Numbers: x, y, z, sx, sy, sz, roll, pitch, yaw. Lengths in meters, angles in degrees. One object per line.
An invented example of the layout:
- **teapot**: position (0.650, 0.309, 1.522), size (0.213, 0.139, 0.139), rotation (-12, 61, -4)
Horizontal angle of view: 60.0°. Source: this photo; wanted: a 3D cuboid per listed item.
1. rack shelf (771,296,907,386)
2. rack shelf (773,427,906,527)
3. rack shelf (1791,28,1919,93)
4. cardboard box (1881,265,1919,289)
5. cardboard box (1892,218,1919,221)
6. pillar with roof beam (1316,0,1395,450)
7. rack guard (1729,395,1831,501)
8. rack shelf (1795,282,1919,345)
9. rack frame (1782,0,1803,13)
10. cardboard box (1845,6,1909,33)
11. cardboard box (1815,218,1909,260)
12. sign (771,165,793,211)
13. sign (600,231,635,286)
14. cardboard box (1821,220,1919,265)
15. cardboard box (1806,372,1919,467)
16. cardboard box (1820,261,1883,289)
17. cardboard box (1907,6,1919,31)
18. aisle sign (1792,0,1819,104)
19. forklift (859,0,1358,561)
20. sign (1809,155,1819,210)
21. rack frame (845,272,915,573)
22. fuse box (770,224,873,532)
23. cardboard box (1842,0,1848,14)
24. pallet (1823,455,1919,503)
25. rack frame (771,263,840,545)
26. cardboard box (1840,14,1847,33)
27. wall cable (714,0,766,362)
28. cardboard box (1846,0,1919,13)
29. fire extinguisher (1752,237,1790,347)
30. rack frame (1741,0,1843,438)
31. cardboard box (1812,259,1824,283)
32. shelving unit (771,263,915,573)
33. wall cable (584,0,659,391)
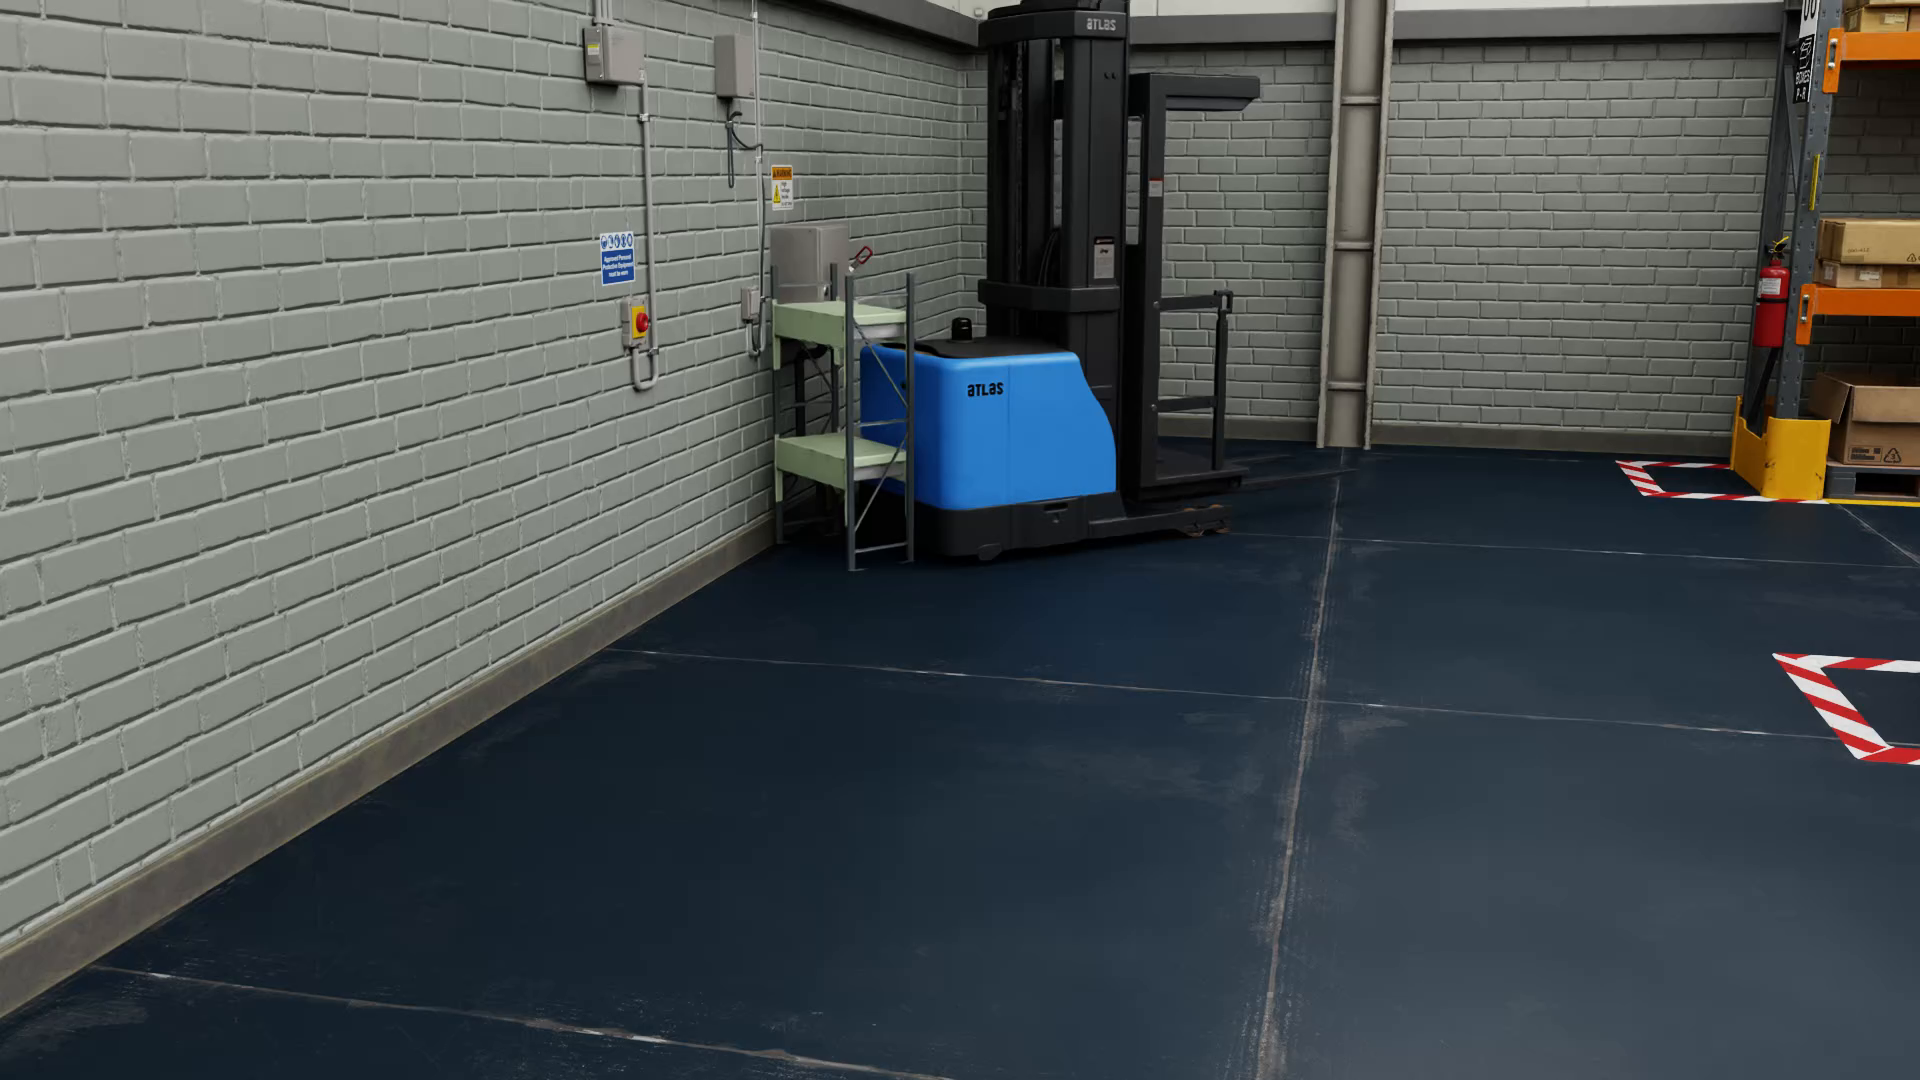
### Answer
- **rack shelf**: position (-0.614, -1.040, 8.619), size (0.431, 0.370, 0.720), rotation (-9, 17, -35)
- **rack shelf**: position (-0.620, -0.344, 8.787), size (0.431, 0.370, 0.720), rotation (-9, 17, -35)
- **rack shelf**: position (7.209, -2.851, 9.896), size (4.000, 0.370, 1.077), rotation (3, 13, 14)
- **cardboard box**: position (5.779, -1.641, 10.285), size (0.250, 0.149, 0.380), rotation (3, 13, 15)
- **cardboard box**: position (6.278, -1.919, 10.617), size (0.500, 0.250, 0.500), rotation (3, 13, 14)
- **pillar with roof beam**: position (1.834, -4.195, 7.366), size (0.400, 9.000, 9.100), rotation (3, 13, 14)
- **rack guard**: position (5.341, -0.618, 10.864), size (0.348, 0.500, 1.175), rotation (3, 13, 14)
- **rack shelf**: position (7.209, -1.387, 10.221), size (4.000, 0.370, 1.077), rotation (3, 13, 14)
- **rack frame**: position (5.267, -4.771, 9.961), size (0.127, 3.000, 1.000), rotation (3, 13, 14)
- **cardboard box**: position (5.521, -3.118, 10.018), size (0.250, 0.149, 0.380), rotation (3, 13, 15)
- **cardboard box**: position (5.778, -1.946, 10.739), size (0.500, 0.250, 0.500), rotation (3, 13, 15)
- **sign**: position (-0.968, -1.922, 9.065), size (0.001, 0.242, 0.339), rotation (3, 13, 14)
- **sign**: position (-1.469, -1.211, 7.141), size (0.001, 0.218, 0.327), rotation (3, 13, 14)
- **cardboard box**: position (5.643, -1.834, 10.233), size (0.500, 0.250, 0.500), rotation (3, 13, 14)
- **cardboard box**: position (5.838, -0.777, 10.603), size (0.637, 0.503, 0.797), rotation (3, 13, 11)
- **cardboard box**: position (5.521, -1.645, 10.301), size (0.250, 0.149, 0.380), rotation (3, 13, 13)
- **cardboard box**: position (5.782, -3.110, 9.982), size (0.250, 0.149, 0.380), rotation (3, 13, 15)
- **aisle sign**: position (5.131, -3.053, 10.067), size (0.004, 0.787, 0.394), rotation (3, 13, 14)
- **forklift**: position (0.964, -1.535, 9.385), size (3.031, 2.935, 1.130), rotation (-7, 15, -30)
- **sign**: position (5.138, -2.150, 10.003), size (0.005, 0.325, 0.100), rotation (3, 13, 14)
- **rack frame**: position (-0.402, -0.589, 8.423), size (0.400, 1.500, 0.023), rotation (-9, 17, -35)
- **fuse box**: position (-0.753, -0.891, 9.298), size (0.414, 1.711, 0.539), rotation (3, 13, 14)
- **cardboard box**: position (5.764, -3.413, 10.424), size (0.500, 0.250, 0.500), rotation (3, 13, 13)
- **pallet**: position (6.115, -0.435, 10.709), size (1.213, 0.211, 1.003), rotation (3, 13, 14)
- **rack frame**: position (-0.832, -0.733, 8.998), size (0.400, 1.500, 0.023), rotation (-9, 17, -35)
- **cardboard box**: position (5.633, -3.216, 10.457), size (0.250, 0.149, 0.380), rotation (3, 13, 15)
- **wall cable**: position (-1.070, -1.881, 8.439), size (0.122, 1.984, 0.588), rotation (3, 13, 14)
- **cardboard box**: position (5.633, -3.298, 9.907), size (0.500, 0.250, 0.500), rotation (3, 13, 13)
- **fire extinguisher**: position (5.014, -1.533, 10.256), size (0.183, 0.674, 0.296), rotation (3, 13, 14)
- **rack frame**: position (5.267, -1.842, 10.611), size (0.127, 3.000, 1.000), rotation (3, 13, 14)
- **cardboard box**: position (5.653, -1.759, 10.815), size (0.250, 0.149, 0.380), rotation (3, 13, 13)
- **shelving unit**: position (-0.617, -0.661, 8.711), size (0.431, 1.500, 0.755), rotation (-9, 17, -35)
- **wall cable**: position (-1.398, -1.597, 7.088), size (0.123, 1.953, 0.585), rotation (3, 13, 14)
